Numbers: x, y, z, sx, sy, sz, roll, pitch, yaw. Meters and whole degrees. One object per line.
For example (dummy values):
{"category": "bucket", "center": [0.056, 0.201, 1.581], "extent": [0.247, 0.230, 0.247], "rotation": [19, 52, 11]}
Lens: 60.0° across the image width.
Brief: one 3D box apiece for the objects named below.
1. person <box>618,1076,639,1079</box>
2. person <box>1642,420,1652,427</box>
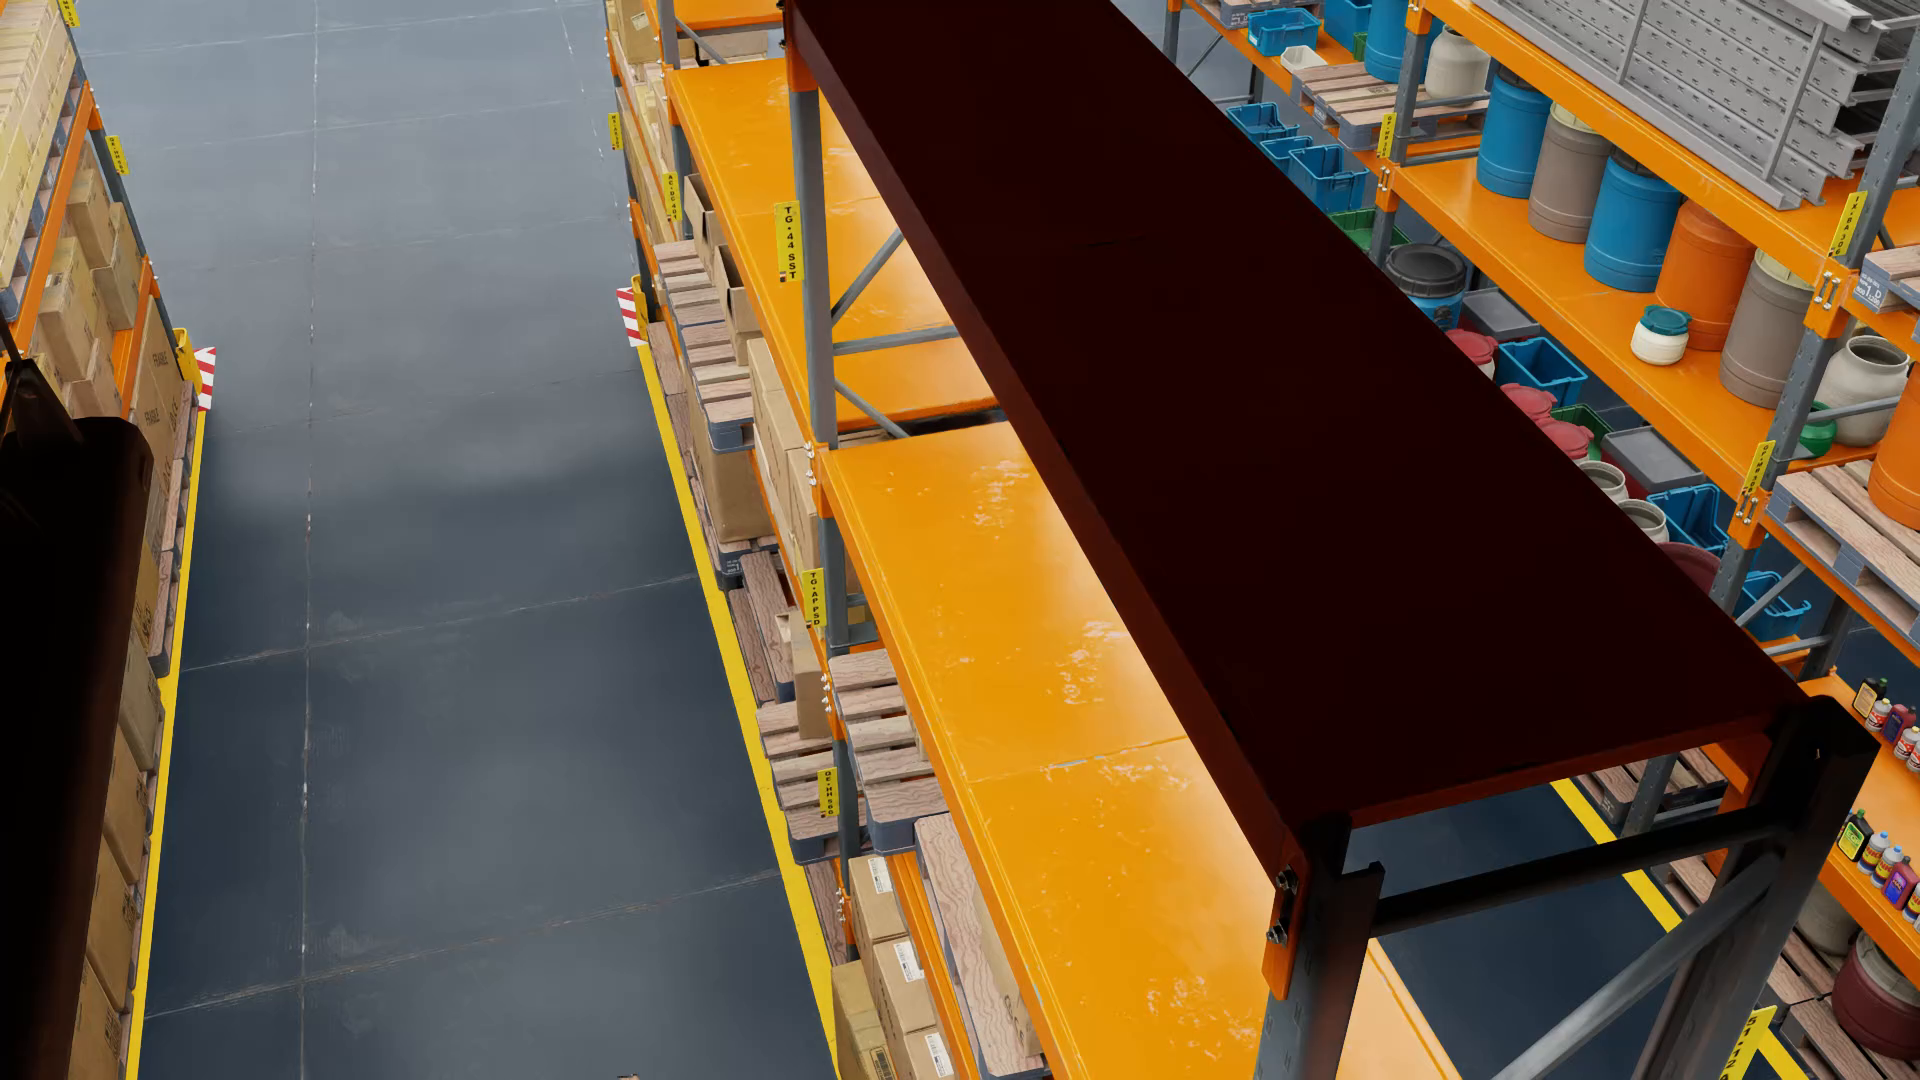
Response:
{"category": "person", "center": [-1.434, 2.892, 7.490], "extent": [0.597, 1.686, 0.998], "rotation": [-9, 39, -11]}
{"category": "person", "center": [5.182, -0.591, 12.180], "extent": [0.446, 1.731, 0.573], "rotation": [-27, 46, -30]}
